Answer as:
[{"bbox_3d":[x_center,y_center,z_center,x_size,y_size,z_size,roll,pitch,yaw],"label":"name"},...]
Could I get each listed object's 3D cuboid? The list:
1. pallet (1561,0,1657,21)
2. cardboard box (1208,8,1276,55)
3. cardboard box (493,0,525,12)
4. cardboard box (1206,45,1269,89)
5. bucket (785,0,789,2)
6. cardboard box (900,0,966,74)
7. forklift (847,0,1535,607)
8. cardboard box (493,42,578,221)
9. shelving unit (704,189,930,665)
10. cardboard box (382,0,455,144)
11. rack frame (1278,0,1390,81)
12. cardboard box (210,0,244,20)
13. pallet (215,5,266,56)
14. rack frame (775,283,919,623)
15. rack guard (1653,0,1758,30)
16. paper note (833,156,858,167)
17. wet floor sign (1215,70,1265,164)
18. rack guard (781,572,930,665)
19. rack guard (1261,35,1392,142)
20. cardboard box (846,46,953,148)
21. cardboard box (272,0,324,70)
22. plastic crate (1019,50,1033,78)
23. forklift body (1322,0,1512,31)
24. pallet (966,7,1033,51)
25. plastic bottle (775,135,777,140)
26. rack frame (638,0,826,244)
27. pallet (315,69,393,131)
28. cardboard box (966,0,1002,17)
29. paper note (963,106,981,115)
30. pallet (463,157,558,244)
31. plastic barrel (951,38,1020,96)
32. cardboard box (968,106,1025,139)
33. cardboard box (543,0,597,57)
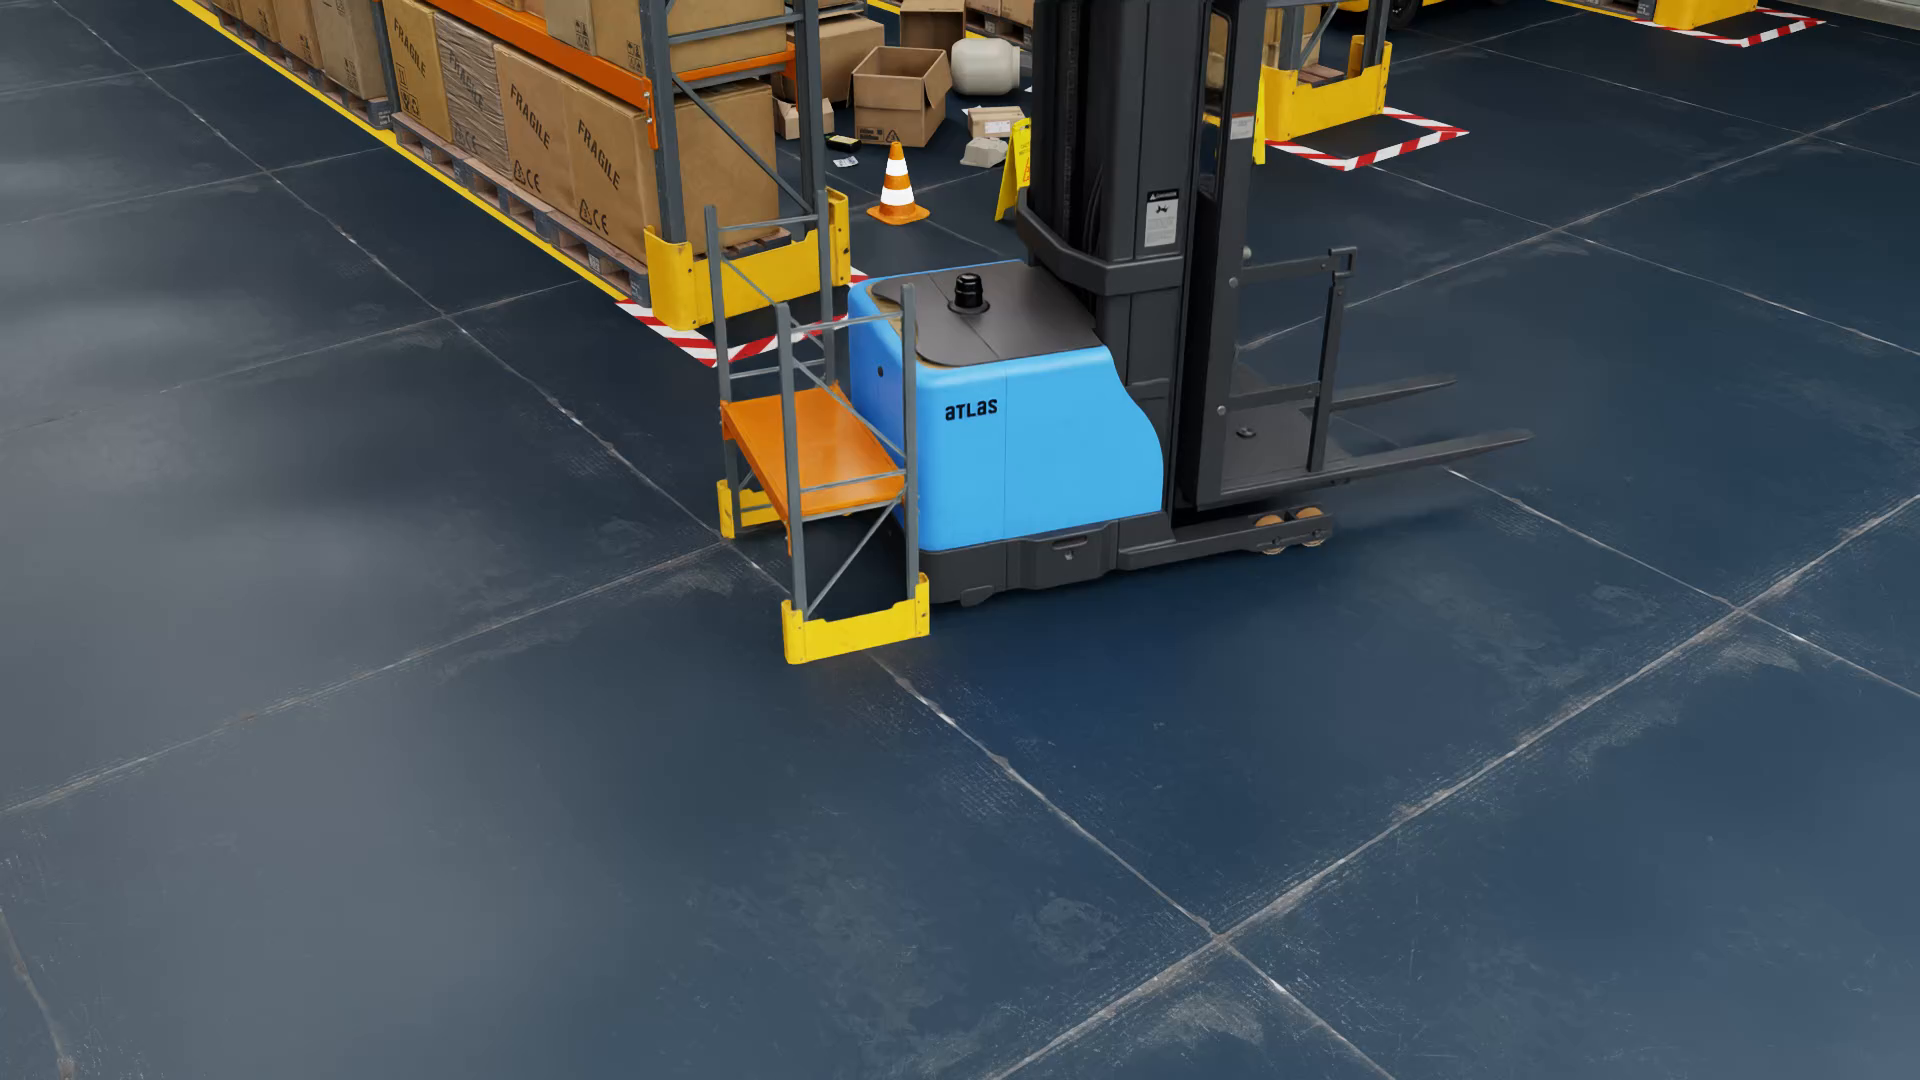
[{"bbox_3d":[6.075,-5.044,15.171,1.003,0.211,1.213,-22,38,-31],"label":"pallet"},{"bbox_3d":[1.962,-3.894,12.174,0.500,0.500,0.500,-22,38,-31],"label":"cardboard box"},{"bbox_3d":[-2.409,-3.579,10.028,0.875,0.550,0.500,-22,38,-31],"label":"cardboard box"},{"bbox_3d":[1.936,-3.586,12.389,0.500,0.250,0.500,-22,38,-32],"label":"cardboard box"},{"bbox_3d":[-1.738,-4.284,12.966,0.726,0.611,0.620,-10,23,-15],"label":"bucket"},{"bbox_3d":[-0.212,-4.035,13.271,0.500,0.500,0.500,1,32,2],"label":"cardboard box"},{"bbox_3d":[1.089,-1.435,6.783,3.031,2.935,1.130,-10,33,-16],"label":"forklift"},{"bbox_3d":[-2.199,-2.575,10.169,0.875,0.875,0.875,-23,39,-32],"label":"cardboard box"},{"bbox_3d":[-0.586,-0.469,6.584,0.587,1.500,1.083,-12,34,-18],"label":"shelving unit"},{"bbox_3d":[-3.312,-3.330,11.385,0.875,0.875,0.875,-22,38,-31],"label":"cardboard box"},{"bbox_3d":[2.659,-4.316,11.356,1.000,3.000,0.127,-22,38,-31],"label":"rack frame"},{"bbox_3d":[-5.793,-4.946,14.105,1.050,0.750,0.750,-23,38,-32],"label":"cardboard box"},{"bbox_3d":[-5.671,-4.469,14.245,1.003,0.211,1.213,-22,38,-31],"label":"pallet"},{"bbox_3d":[-0.398,-0.215,6.174,0.500,1.500,0.032,-12,34,-18],"label":"rack frame"},{"bbox_3d":[6.592,-4.851,14.587,1.175,0.500,0.348,-22,38,-31],"label":"rack guard"},{"bbox_3d":[-0.784,-2.596,11.402,0.144,0.017,0.142,-10,33,-15],"label":"paper note"},{"bbox_3d":[1.930,-2.890,11.292,0.267,0.644,0.232,-10,33,-15],"label":"wet floor sign"},{"bbox_3d":[-0.405,0.307,6.519,0.587,0.250,0.087,-12,34,-18],"label":"rack guard"},{"bbox_3d":[2.612,-3.286,12.066,1.175,0.500,0.348,-22,38,-31],"label":"rack guard"},{"bbox_3d":[-0.418,-3.168,11.874,0.637,0.503,0.797,6,32,10],"label":"cardboard box"},{"bbox_3d":[-4.682,-4.195,12.895,1.050,0.750,0.750,-22,38,-31],"label":"cardboard box"},{"bbox_3d":[0.521,-3.823,13.329,0.583,0.080,0.402,18,36,27],"label":"plastic crate"},{"bbox_3d":[3.974,-5.763,14.490,2.313,2.155,1.214,-22,38,-31],"label":"forklift body"},{"bbox_3d":[0.646,-4.530,14.343,1.003,0.211,1.213,-22,38,-31],"label":"pallet"},{"bbox_3d":[-1.414,-2.801,11.702,0.133,0.061,0.283,18,36,27],"label":"plastic bottle"},{"bbox_3d":[-1.189,-2.672,8.709,1.000,3.000,0.127,-22,38,-31],"label":"rack frame"},{"bbox_3d":[-4.175,-3.452,12.608,1.003,0.211,1.213,-22,38,-31],"label":"pallet"},{"bbox_3d":[0.355,-4.660,14.118,0.500,0.250,0.500,-24,39,-33],"label":"cardboard box"},{"bbox_3d":[0.104,-3.202,12.388,0.148,0.019,0.142,-10,33,-15],"label":"paper note"},{"bbox_3d":[-2.485,-2.304,10.759,1.003,0.211,1.213,-22,38,-31],"label":"pallet"},{"bbox_3d":[0.196,-3.592,12.633,0.512,0.421,0.421,1,32,2],"label":"plastic barrel"},{"bbox_3d":[0.260,-2.997,11.935,0.380,0.149,0.250,-4,32,-7],"label":"cardboard box"},{"bbox_3d":[-1.807,-3.098,9.253,0.875,0.550,0.550,-22,38,-31],"label":"cardboard box"}]
